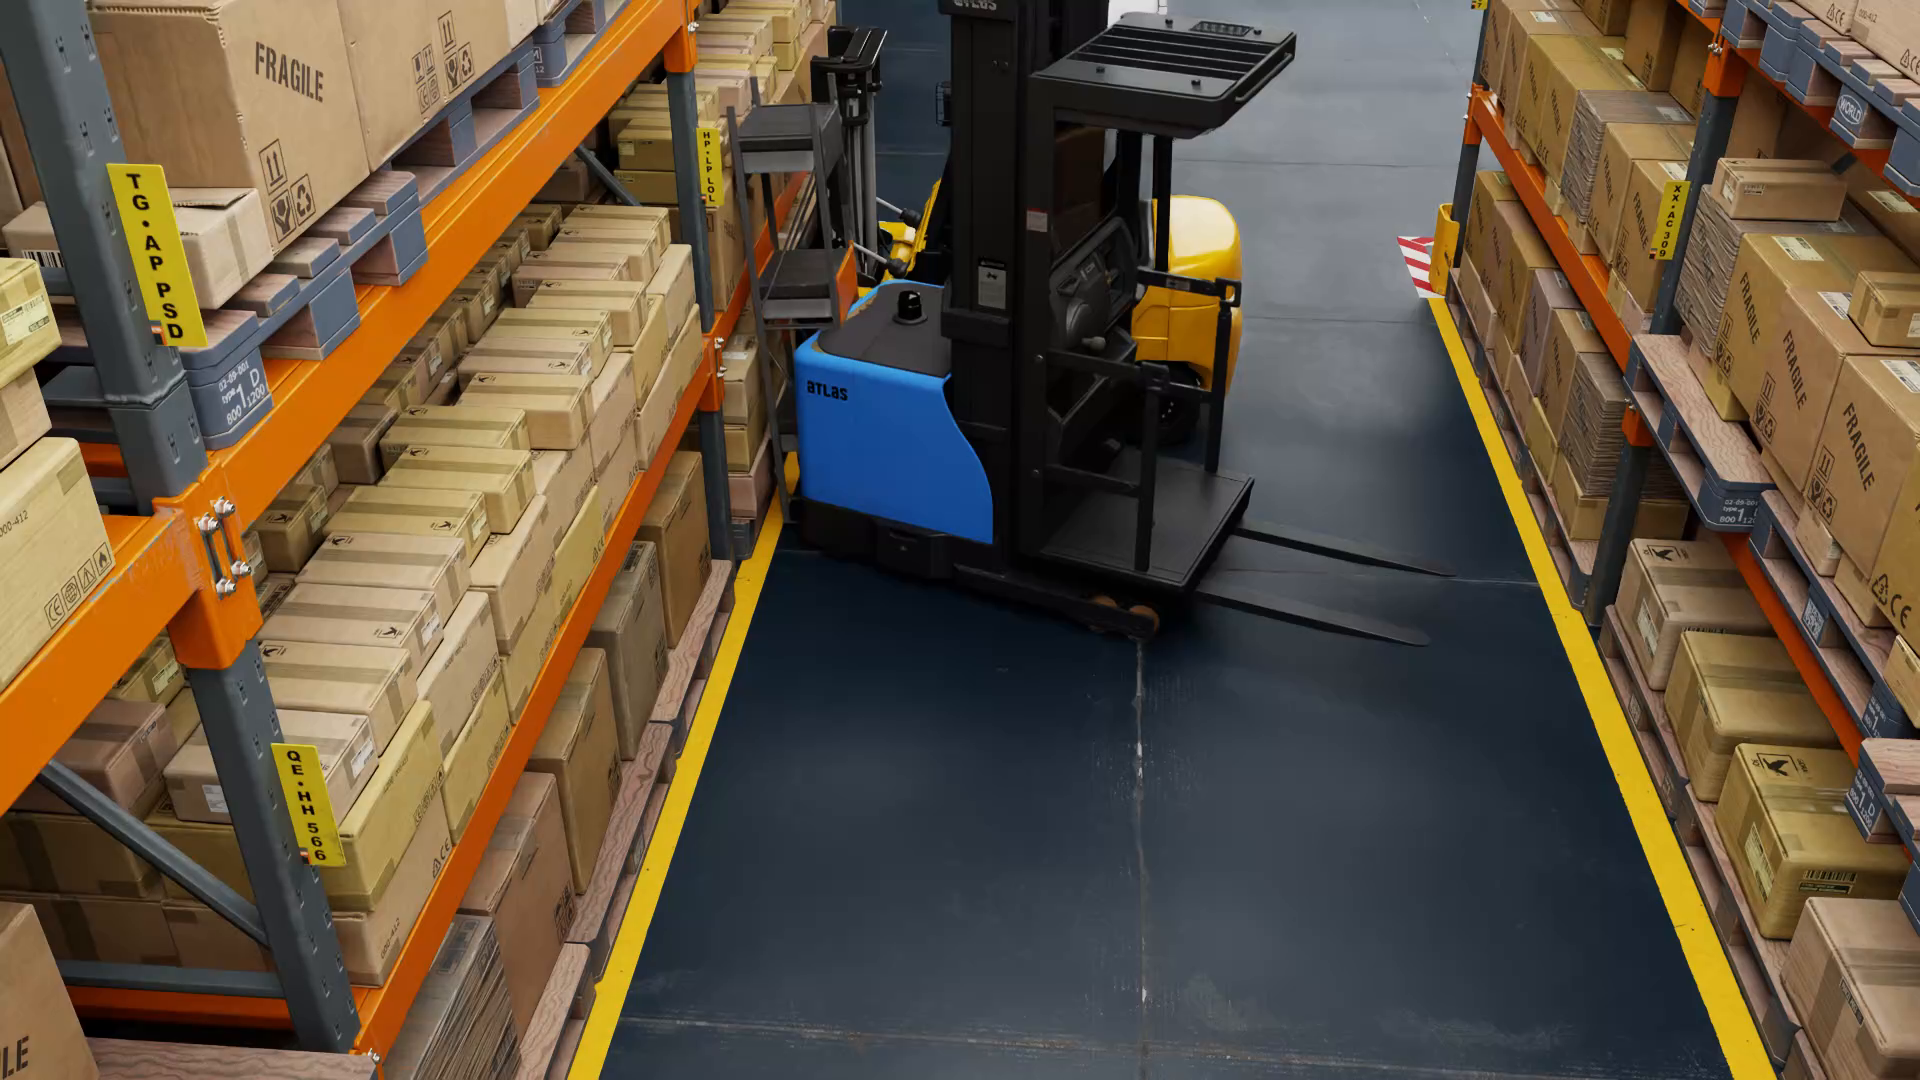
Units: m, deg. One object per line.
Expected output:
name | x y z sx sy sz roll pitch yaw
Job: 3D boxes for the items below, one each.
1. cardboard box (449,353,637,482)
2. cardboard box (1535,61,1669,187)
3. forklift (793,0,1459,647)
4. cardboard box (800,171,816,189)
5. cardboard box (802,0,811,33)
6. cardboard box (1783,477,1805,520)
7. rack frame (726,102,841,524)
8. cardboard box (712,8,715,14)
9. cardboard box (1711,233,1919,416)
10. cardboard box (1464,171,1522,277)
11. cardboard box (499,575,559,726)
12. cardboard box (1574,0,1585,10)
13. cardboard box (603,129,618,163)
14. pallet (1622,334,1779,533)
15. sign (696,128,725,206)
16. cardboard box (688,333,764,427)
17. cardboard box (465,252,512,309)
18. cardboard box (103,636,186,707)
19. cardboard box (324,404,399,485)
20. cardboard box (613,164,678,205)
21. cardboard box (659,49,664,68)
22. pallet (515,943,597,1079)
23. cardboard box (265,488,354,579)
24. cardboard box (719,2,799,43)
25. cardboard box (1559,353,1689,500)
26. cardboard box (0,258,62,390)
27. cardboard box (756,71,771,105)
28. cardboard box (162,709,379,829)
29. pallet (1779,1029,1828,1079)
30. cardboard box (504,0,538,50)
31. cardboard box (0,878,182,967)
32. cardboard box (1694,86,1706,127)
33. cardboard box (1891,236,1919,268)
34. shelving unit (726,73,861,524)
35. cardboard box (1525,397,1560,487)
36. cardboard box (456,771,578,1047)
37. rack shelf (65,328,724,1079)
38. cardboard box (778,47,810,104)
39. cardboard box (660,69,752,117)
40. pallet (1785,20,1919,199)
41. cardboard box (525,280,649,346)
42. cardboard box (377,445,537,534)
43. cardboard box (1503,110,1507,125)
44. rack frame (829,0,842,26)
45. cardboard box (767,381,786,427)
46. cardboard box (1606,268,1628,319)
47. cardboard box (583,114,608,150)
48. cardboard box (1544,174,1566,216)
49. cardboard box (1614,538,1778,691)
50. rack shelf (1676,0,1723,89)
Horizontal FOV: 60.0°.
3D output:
cardboard box | -1.441 -0.441 5.773 0.500 0.250 0.500 3 32 5
cardboard box | 3.272 -2.107 8.431 0.500 0.500 0.500 2 32 3
forklift | 0.773 -1.103 7.247 3.031 2.935 1.130 14 34 21
cardboard box | -1.010 -2.100 10.066 0.500 0.250 0.500 3 32 5
cardboard box | -1.070 -3.045 9.618 0.380 0.149 0.250 3 32 5
cardboard box | 2.953 -0.139 5.455 0.380 0.149 0.250 3 32 4
rack frame | -0.754 -0.995 7.781 0.400 2.100 0.015 0 30 7
cardboard box | -1.600 -2.938 9.445 0.380 0.149 0.250 1 32 2
cardboard box | 3.010 -0.739 5.811 0.500 0.500 0.500 3 32 4
cardboard box | 3.357 -1.883 9.951 0.500 0.500 0.500 1 32 2
cardboard box | -1.539 0.305 5.038 0.500 0.250 0.500 1 32 2
cardboard box | 3.875 -3.296 9.407 0.700 0.500 0.500 2 32 3
cardboard box | -1.788 -1.864 7.702 0.380 0.149 0.250 3 32 5
pallet | 3.167 -0.411 6.240 1.003 0.211 1.213 2 32 4
sign | -1.032 -1.537 6.857 0.100 0.325 0.005 2 32 4
cardboard box | -1.222 -0.769 7.907 0.500 0.250 0.500 2 32 3
cardboard box | -1.911 -0.971 6.254 0.380 0.149 0.250 2 32 4
cardboard box | -2.165 0.357 4.099 0.380 0.149 0.250 3 32 5
cardboard box | -1.969 -0.305 5.173 0.380 0.149 0.250 3 32 5
cardboard box | -1.286 -1.570 7.225 0.380 0.149 0.250 2 32 3
cardboard box | -1.661 -2.520 8.484 0.380 0.149 0.250 3 32 5
pallet | -1.794 1.754 5.203 1.003 0.211 1.213 2 32 4
cardboard box | -2.056 0.071 4.943 0.500 0.250 0.500 2 32 4
cardboard box | -1.071 -2.765 8.880 0.380 0.149 0.250 3 32 5
cardboard box | 3.154 -0.534 7.763 0.500 0.500 0.500 2 32 3
cardboard box | -1.633 -0.321 2.533 0.380 0.149 0.250 3 32 6
cardboard box | -1.153 -2.238 8.309 0.380 0.149 0.250 1 32 2
cardboard box | -1.580 0.523 3.829 0.380 0.149 0.250 3 32 5
pallet | 3.113 1.984 4.829 1.003 0.211 1.213 2 32 4
cardboard box | -1.423 -1.496 4.703 0.380 0.149 0.250 2 32 3
cardboard box | -2.118 0.814 4.214 0.500 0.250 0.500 2 32 3
cardboard box | 3.689 -1.968 7.252 0.700 0.500 0.500 3 32 4
cardboard box | 3.526 -0.723 5.785 0.500 0.500 0.500 3 32 4
shelving unit | -0.729 -1.117 7.991 0.431 2.100 0.503 0 30 7
cardboard box | 3.187 -0.494 8.412 0.500 0.250 0.500 2 32 3
cardboard box | -1.790 1.160 5.371 0.875 0.625 0.625 3 32 6
rack shelf | -1.737 0.256 5.661 1.077 0.370 4.000 2 32 4
cardboard box | -1.119 -2.423 9.227 0.500 0.500 0.500 2 32 3
cardboard box | -1.186 -2.100 7.801 0.380 0.149 0.250 3 32 5
pallet | 3.136 -1.222 4.694 1.213 0.211 1.003 2 32 4
cardboard box | -1.345 -0.822 6.011 0.380 0.149 0.250 2 32 2
cardboard box | -1.485 -0.152 4.925 0.380 0.149 0.250 3 32 5
cardboard box | 3.357 -2.434 9.580 0.380 0.149 0.250 1 32 2
rack frame | -1.248 -3.188 10.563 1.000 3.000 0.127 2 32 4
cardboard box | -1.178 -0.609 8.600 0.500 0.250 0.500 2 32 3
cardboard box | 3.110 -1.091 7.400 0.380 0.149 0.250 3 32 5
cardboard box | -1.787 -1.851 7.397 0.380 0.149 0.250 2 32 3
cardboard box | 3.211 -1.760 8.486 0.380 0.149 0.250 3 32 4
cardboard box | 3.334 0.328 6.962 0.950 0.372 0.625 3 32 5
rack shelf | 3.537 -2.902 7.927 1.077 0.370 4.000 2 32 4
